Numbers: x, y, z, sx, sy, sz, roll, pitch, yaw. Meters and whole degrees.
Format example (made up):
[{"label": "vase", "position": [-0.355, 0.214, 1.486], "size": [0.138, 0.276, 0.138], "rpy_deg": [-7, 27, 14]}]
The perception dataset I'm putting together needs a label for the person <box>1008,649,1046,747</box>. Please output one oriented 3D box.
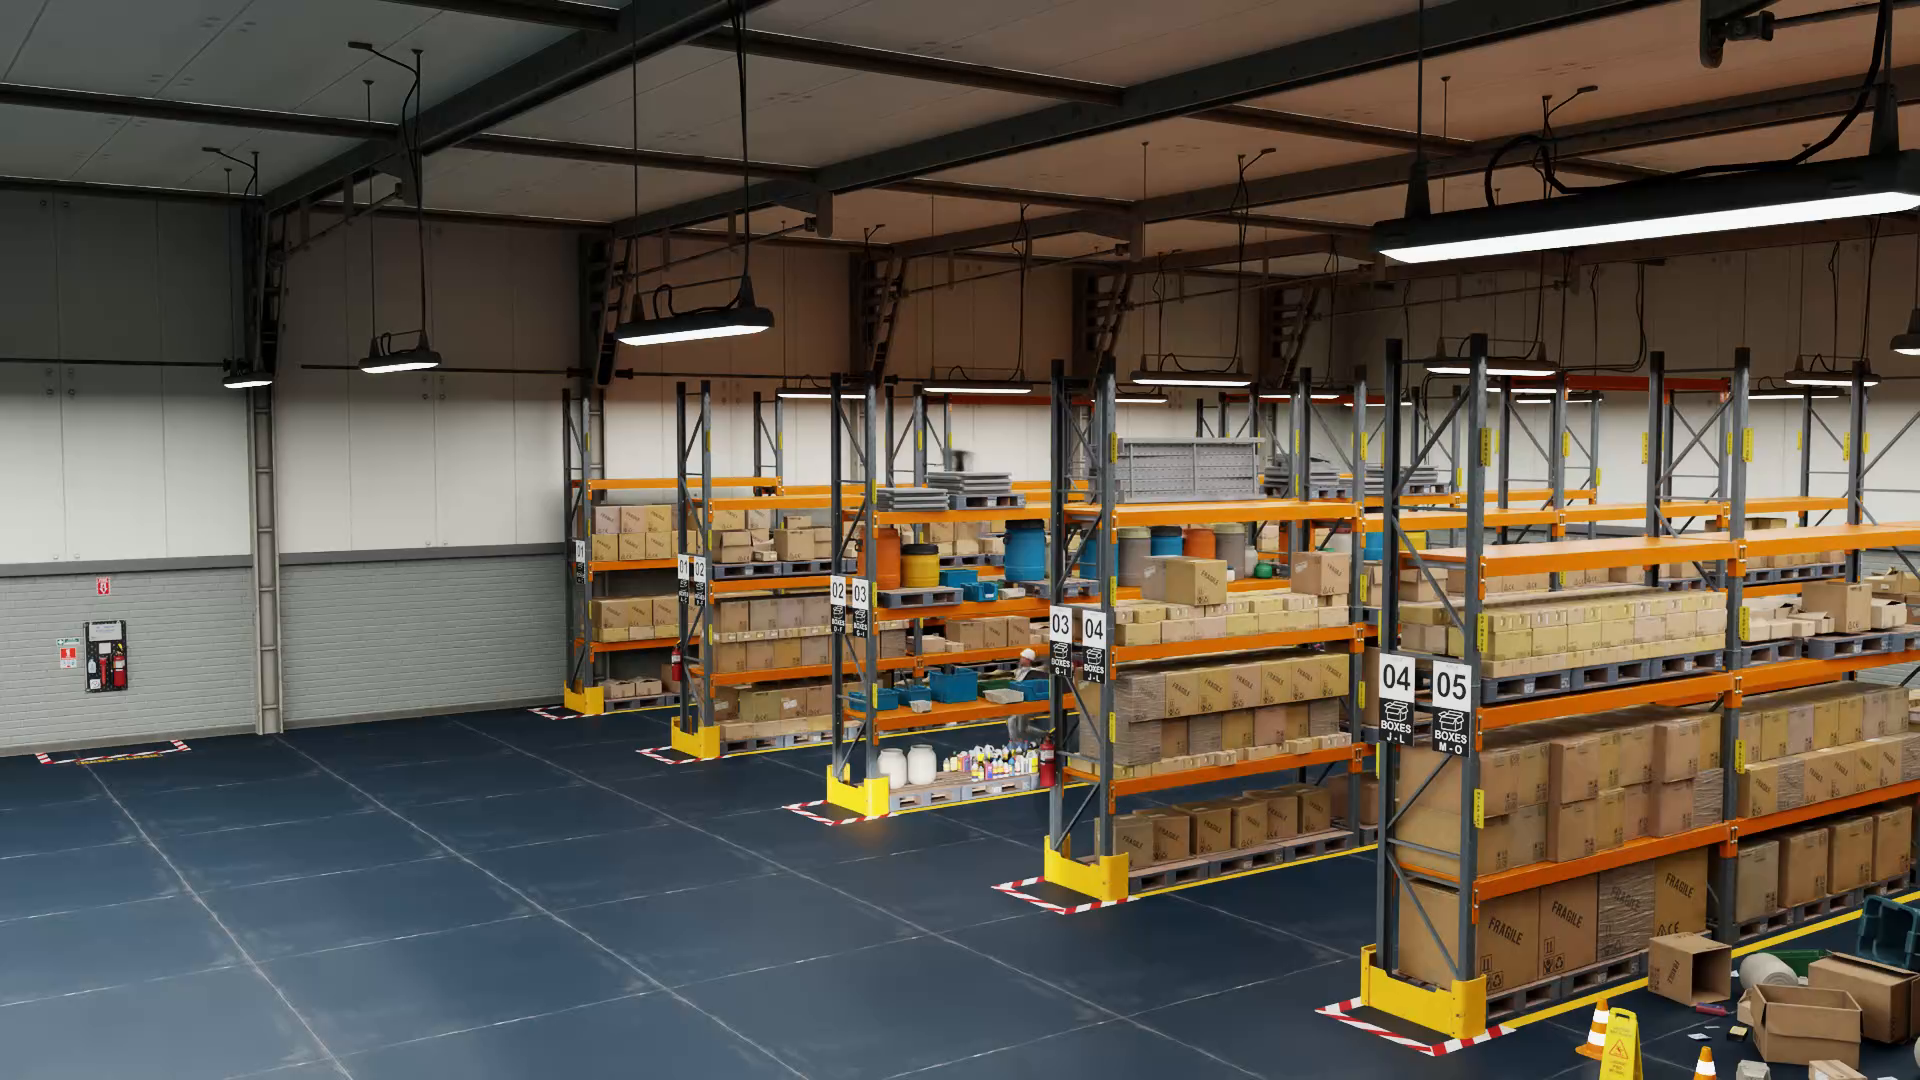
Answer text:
[{"label": "person", "position": [1.099, 2.605, 26.676], "size": [0.759, 1.741, 0.696], "rpy_deg": [-2, 4, -23]}]
